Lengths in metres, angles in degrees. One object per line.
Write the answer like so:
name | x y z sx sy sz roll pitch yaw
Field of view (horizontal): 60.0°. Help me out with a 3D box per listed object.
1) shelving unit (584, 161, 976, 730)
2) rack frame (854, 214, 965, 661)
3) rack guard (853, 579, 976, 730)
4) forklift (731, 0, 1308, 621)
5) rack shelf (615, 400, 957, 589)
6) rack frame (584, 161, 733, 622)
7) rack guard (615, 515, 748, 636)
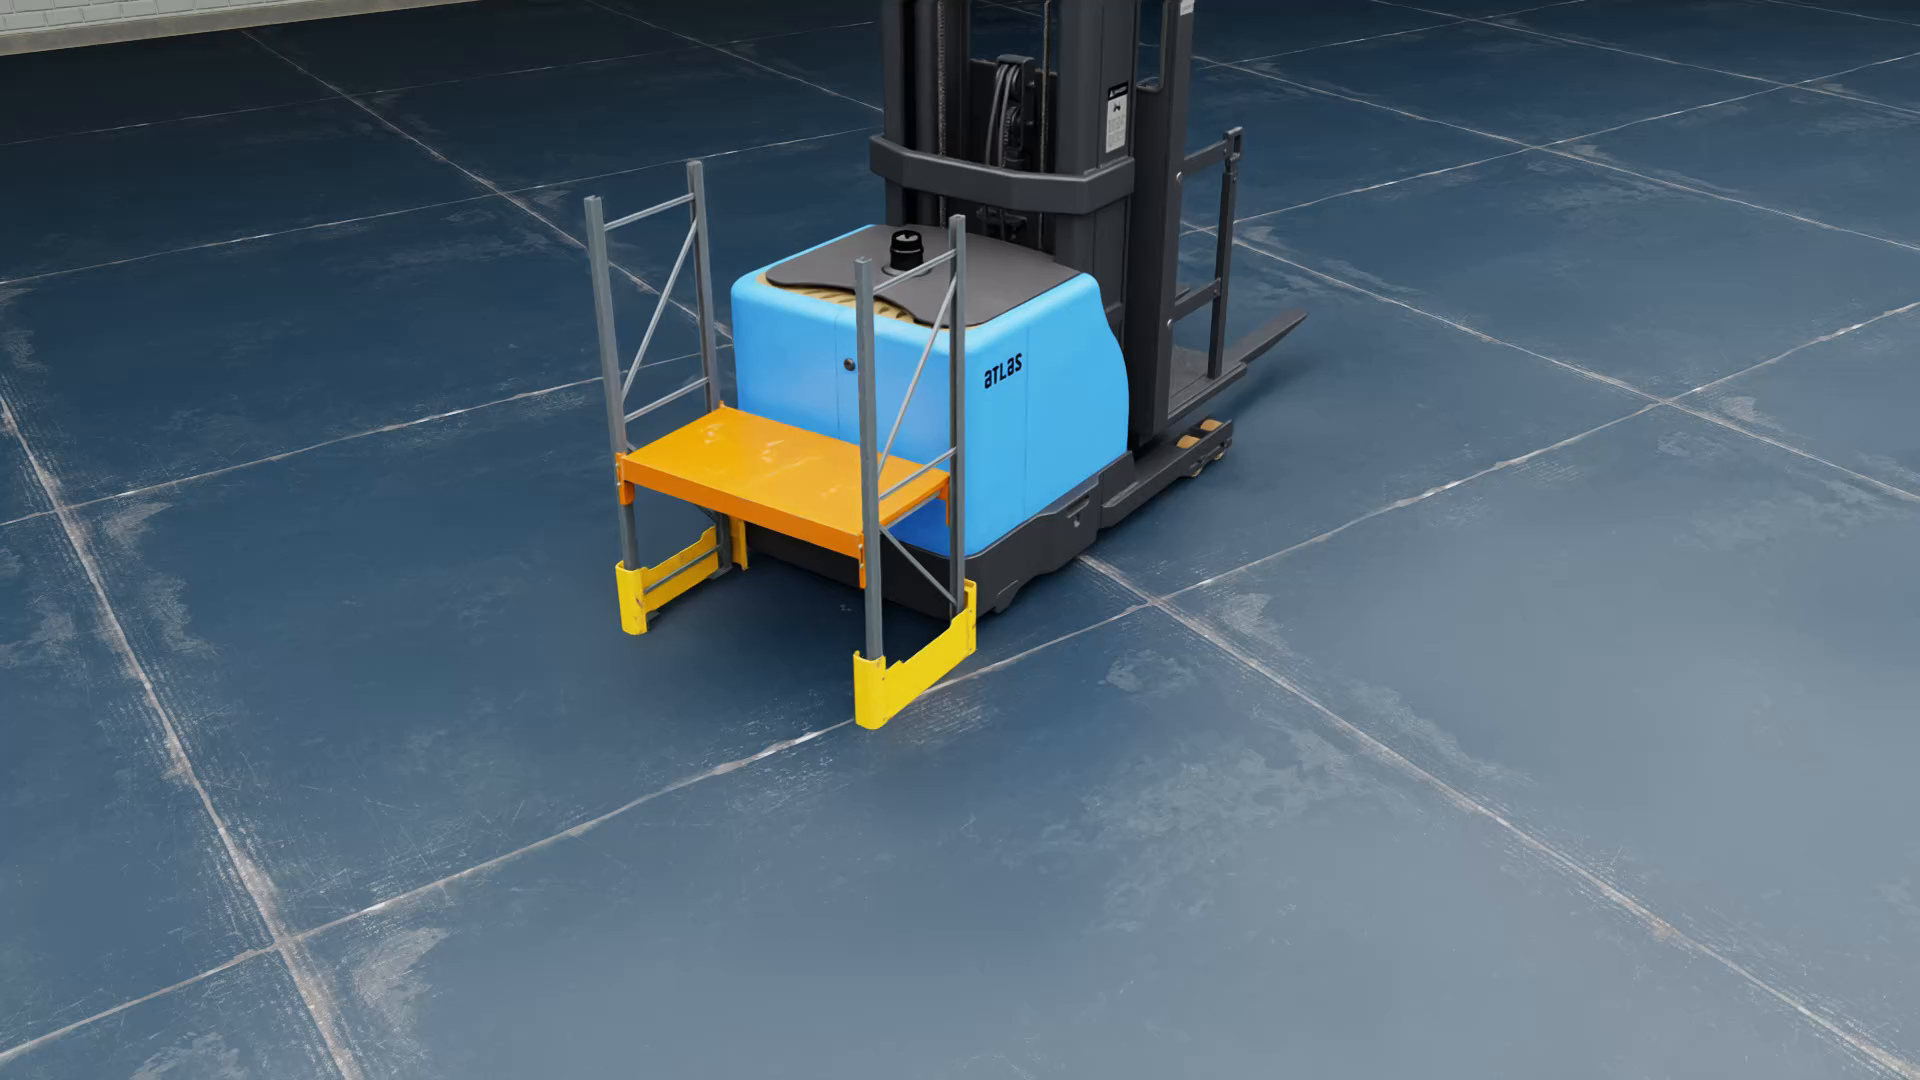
shelving unit | -0.550 -0.324 5.275 1.083 1.500 0.587 18 33 29
rack frame | -0.135 -0.191 5.030 0.032 1.500 0.500 18 33 29
rack guard | -0.136 0.358 5.329 0.087 0.250 0.587 18 33 29
forklift | 0.470 -1.663 6.241 1.130 2.935 3.031 19 34 31
rack shelf | -0.557 -0.168 5.365 1.000 0.185 0.538 18 33 29
rack frame | -0.980 -0.461 5.528 0.032 1.500 0.500 18 33 29
rack guard | -0.964 0.093 5.817 0.087 0.250 0.587 18 33 29
